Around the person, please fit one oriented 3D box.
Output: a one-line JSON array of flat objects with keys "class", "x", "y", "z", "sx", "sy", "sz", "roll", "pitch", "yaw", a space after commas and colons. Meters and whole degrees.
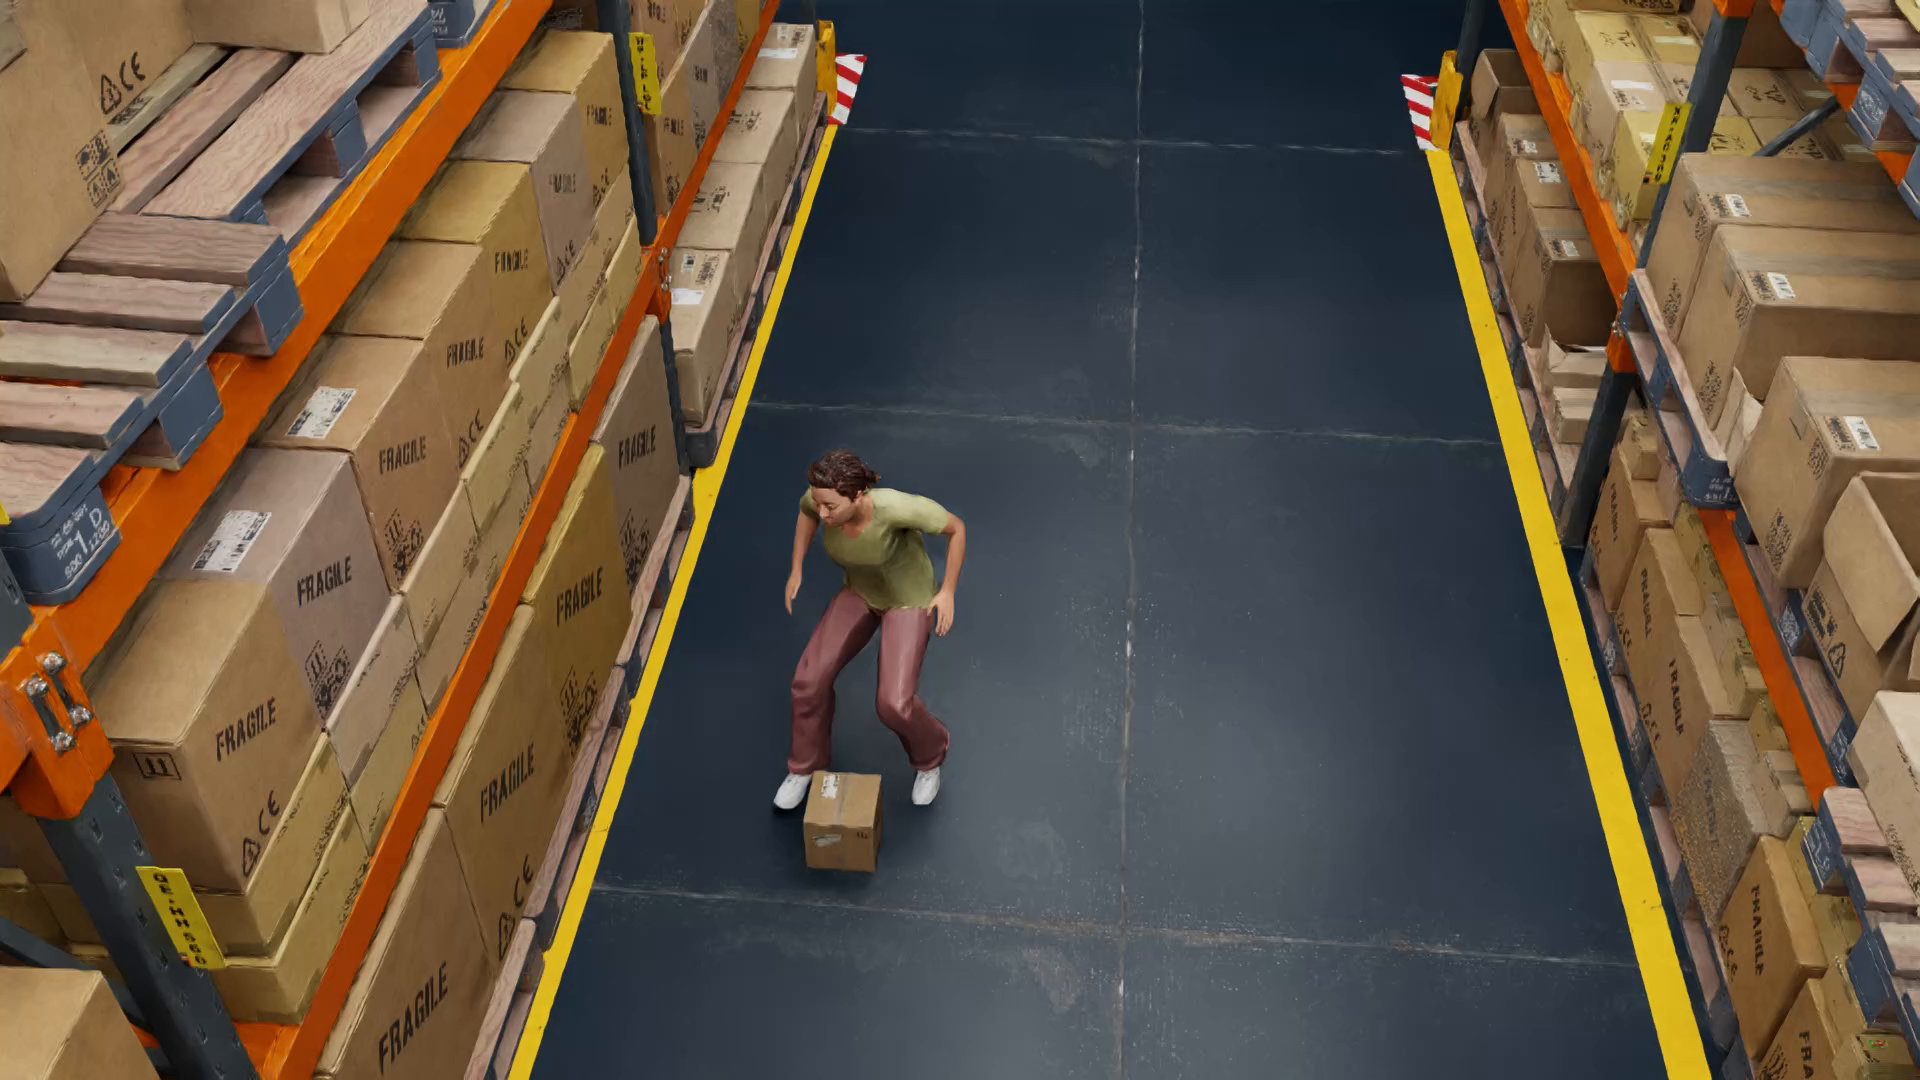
[{"class": "person", "x": -0.380, "y": 0.382, "z": 5.997, "sx": 0.680, "sy": 1.275, "sz": 0.734, "roll": 19, "pitch": 44, "yaw": 21}]
